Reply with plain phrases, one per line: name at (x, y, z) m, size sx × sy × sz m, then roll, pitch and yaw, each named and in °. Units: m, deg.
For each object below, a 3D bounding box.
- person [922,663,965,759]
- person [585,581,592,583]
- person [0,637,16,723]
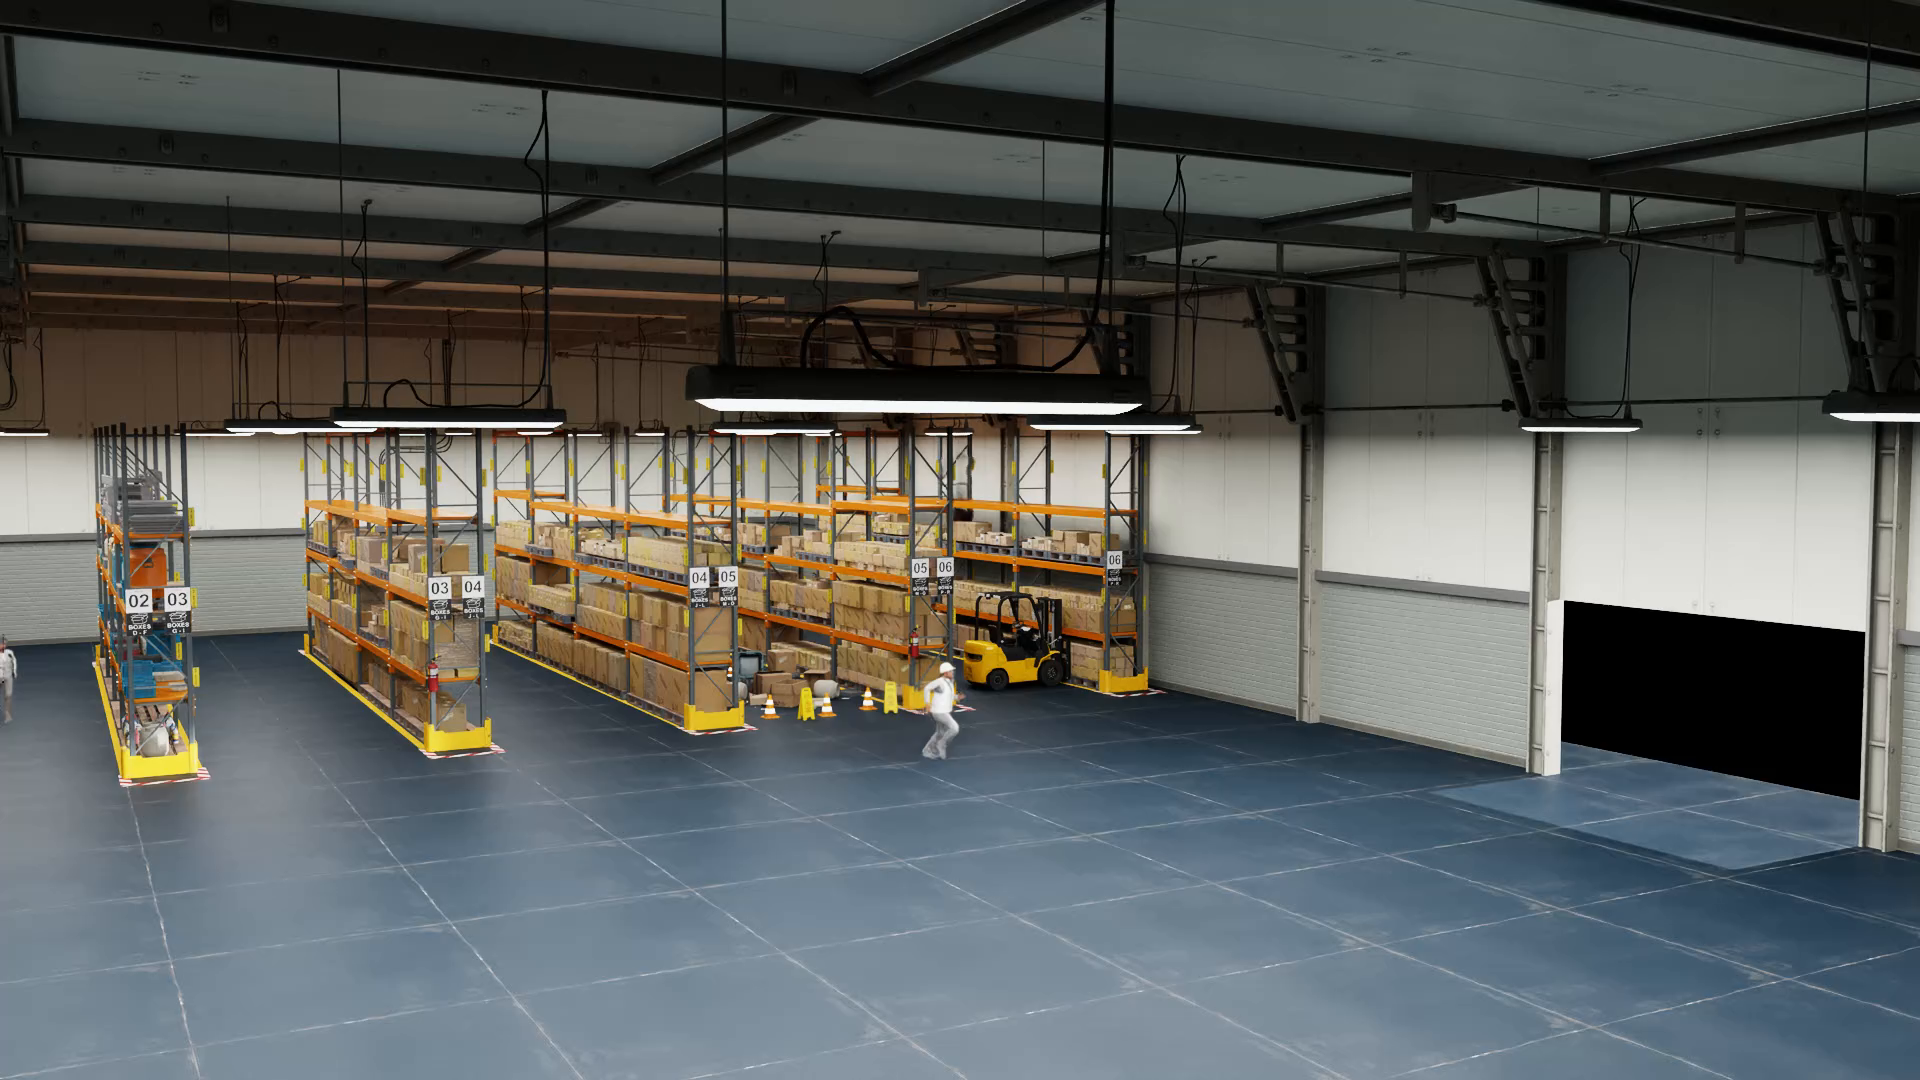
person at (-0.298, 3.042, 29.538) m, size 0.782 × 1.725 × 0.688 m, roll 1°, pitch 4°, yaw 22°
person at (-10.458, 2.013, 47.405) m, size 0.744 × 1.707 × 0.652 m, roll 2°, pitch 4°, yaw 30°
person at (-19.429, 2.813, 33.716) m, size 0.597 × 1.697 × 0.919 m, roll -3°, pitch 5°, yaw -42°
